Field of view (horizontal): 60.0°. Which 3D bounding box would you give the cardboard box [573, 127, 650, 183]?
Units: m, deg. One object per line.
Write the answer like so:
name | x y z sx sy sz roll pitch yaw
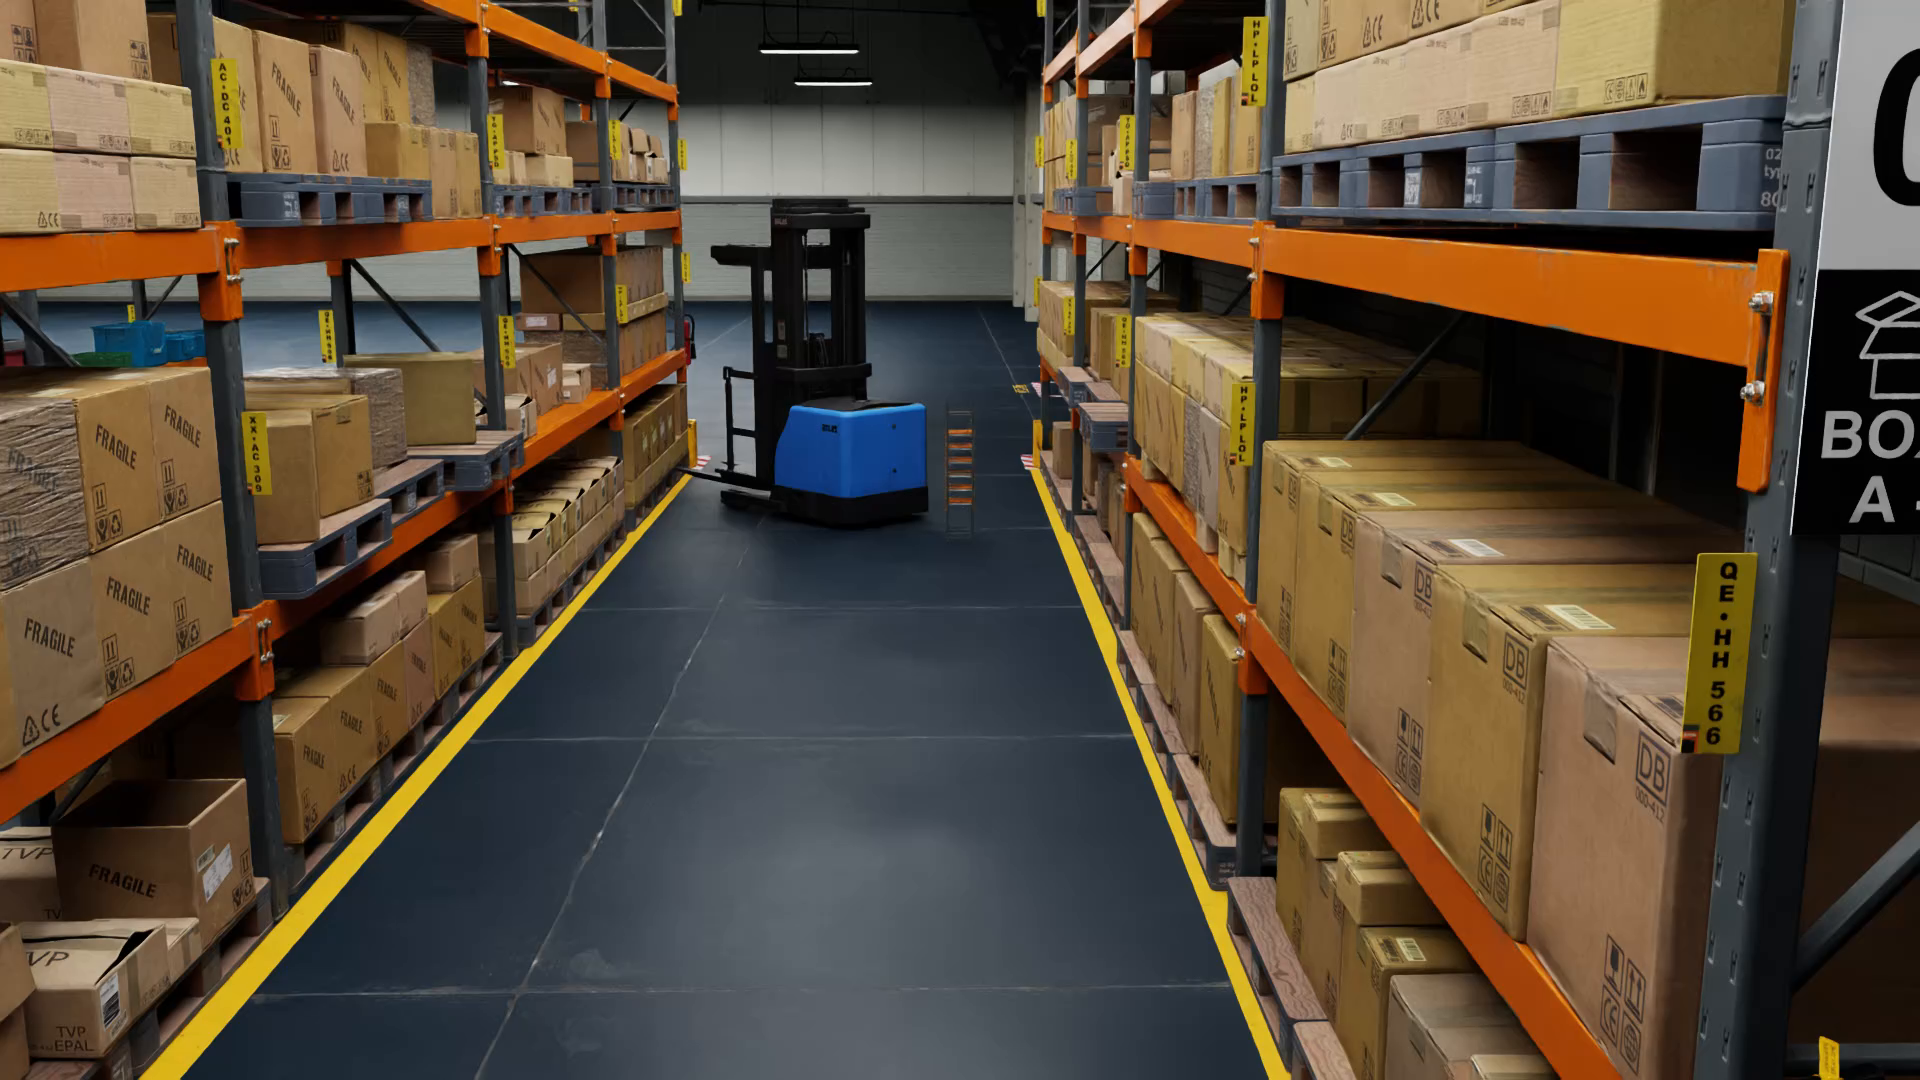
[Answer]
cardboard box | -3.368 -3.623 15.659 0.797 0.503 0.637 1 12 5

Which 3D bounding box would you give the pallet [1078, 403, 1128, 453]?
pallet | 1.454 -0.773 11.307 1.213 0.211 1.003 0 11 -1

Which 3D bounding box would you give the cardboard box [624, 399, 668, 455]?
cardboard box | -3.190 -1.117 16.495 0.500 0.500 0.500 0 11 -1

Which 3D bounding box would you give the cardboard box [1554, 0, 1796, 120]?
cardboard box | 1.460 -0.931 3.130 0.500 0.250 0.500 0 11 1

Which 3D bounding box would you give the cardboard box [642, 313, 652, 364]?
cardboard box | -3.526 -2.048 16.858 0.700 0.500 0.500 0 11 -1

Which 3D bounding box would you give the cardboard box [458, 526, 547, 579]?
cardboard box | -3.095 0.057 11.183 0.500 0.311 0.500 0 11 1

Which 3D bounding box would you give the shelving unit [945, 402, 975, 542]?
shelving unit | 0.000 -0.591 14.454 0.258 1.200 0.189 0 11 -1

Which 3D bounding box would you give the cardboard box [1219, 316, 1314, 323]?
cardboard box | 1.843 -1.209 10.037 0.500 0.250 0.500 0 11 0

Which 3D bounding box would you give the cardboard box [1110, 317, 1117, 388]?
cardboard box | 1.518 -1.442 12.766 0.700 0.500 0.500 1 12 7

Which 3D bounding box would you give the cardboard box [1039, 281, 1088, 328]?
cardboard box | 1.119 -2.524 17.895 0.500 0.500 0.500 0 11 -1

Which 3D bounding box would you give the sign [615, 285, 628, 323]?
sign | -2.918 -2.033 14.320 0.100 0.325 0.005 0 11 -1

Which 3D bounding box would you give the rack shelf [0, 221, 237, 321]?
rack shelf | -3.254 -0.629 4.382 1.077 0.370 4.000 0 11 -1

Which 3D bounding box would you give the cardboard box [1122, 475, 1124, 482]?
cardboard box | 1.551 -0.542 12.979 0.500 0.250 0.500 -1 11 -3

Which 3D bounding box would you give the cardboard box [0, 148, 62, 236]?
cardboard box | -3.000 -1.012 4.834 0.500 0.250 0.500 0 11 -1

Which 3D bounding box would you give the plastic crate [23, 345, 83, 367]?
plastic crate | -8.296 -1.554 14.832 0.767 0.338 0.504 0 11 -1

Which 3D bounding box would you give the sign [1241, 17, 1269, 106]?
sign | 1.115 -1.804 6.271 0.100 0.325 0.005 0 11 -1

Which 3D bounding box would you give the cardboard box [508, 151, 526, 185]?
cardboard box | -3.482 -2.722 12.207 0.500 0.250 0.500 -1 12 -6

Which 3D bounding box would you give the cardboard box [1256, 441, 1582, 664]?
cardboard box | 1.652 0.030 6.111 0.980 0.700 0.700 0 11 0

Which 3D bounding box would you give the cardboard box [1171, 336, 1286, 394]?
cardboard box | 1.369 -0.899 8.509 0.500 0.250 0.500 0 11 -2

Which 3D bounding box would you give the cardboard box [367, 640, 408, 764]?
cardboard box | -3.086 0.797 8.264 0.500 0.500 0.500 0 11 0

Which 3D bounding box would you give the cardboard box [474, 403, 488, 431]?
cardboard box | -3.342 -0.733 10.854 0.500 0.311 0.500 0 11 2

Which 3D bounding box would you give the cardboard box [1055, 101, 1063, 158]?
cardboard box | 1.168 -3.851 15.635 0.500 0.500 0.500 -1 11 -3

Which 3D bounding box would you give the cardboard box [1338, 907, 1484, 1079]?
cardboard box | 1.586 1.440 5.149 0.700 0.500 0.500 0 11 0

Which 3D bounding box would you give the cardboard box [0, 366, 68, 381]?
cardboard box | -3.567 -0.354 5.992 0.500 0.500 0.500 0 11 0

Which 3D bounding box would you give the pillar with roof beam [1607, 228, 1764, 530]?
pillar with roof beam | -1.767 -2.717 5.321 9.100 9.000 0.400 0 11 -1

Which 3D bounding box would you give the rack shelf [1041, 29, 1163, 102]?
rack shelf | 1.451 -4.504 15.946 1.077 0.370 4.000 0 11 -1

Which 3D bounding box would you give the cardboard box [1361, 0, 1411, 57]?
cardboard box | 1.424 -1.606 4.571 0.500 0.500 0.500 0 11 -1

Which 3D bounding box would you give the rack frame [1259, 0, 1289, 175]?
rack frame | 1.657 -2.871 6.076 1.000 3.000 0.127 0 11 -1

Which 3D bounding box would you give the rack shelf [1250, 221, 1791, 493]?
rack shelf | 1.699 -0.650 4.486 1.077 0.370 4.000 0 11 -1

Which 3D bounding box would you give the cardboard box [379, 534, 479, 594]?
cardboard box | -3.118 0.133 9.651 0.500 0.250 0.500 0 11 1

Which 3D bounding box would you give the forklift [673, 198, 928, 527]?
forklift | -1.674 -1.788 16.002 1.130 2.935 3.031 -11 16 -42

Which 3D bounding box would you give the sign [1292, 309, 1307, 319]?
sign | 2.130 -1.296 10.491 0.100 0.325 0.005 0 11 -1

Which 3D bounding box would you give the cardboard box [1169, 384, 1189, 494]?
cardboard box | 1.358 -0.526 8.560 0.500 0.500 0.500 0 11 0

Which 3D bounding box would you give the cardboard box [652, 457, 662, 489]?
cardboard box | -3.177 -0.650 16.079 0.500 0.250 0.500 0 11 -1

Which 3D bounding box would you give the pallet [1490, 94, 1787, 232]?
pallet | 1.714 -0.709 3.190 1.003 0.211 1.213 0 11 -1

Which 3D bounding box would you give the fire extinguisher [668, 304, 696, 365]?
fire extinguisher | -3.081 -2.282 18.459 0.296 0.674 0.183 0 11 -1

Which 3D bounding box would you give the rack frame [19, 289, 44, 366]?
rack frame | -8.413 -1.480 14.311 1.000 3.000 0.127 0 11 -1

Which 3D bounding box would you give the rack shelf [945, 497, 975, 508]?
rack shelf | 0.000 -0.312 14.511 0.258 0.103 0.180 0 11 -1

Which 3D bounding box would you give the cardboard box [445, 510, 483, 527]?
cardboard box | -3.652 -0.044 11.681 0.500 0.311 0.500 0 11 -2

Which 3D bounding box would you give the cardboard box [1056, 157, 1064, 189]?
cardboard box | 1.187 -3.360 15.729 0.500 0.500 0.500 -1 11 -3

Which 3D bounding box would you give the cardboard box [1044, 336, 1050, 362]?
cardboard box | 1.132 -1.950 16.951 0.500 0.250 0.500 0 11 -2

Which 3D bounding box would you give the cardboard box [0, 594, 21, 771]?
cardboard box | -2.990 0.446 4.567 0.500 0.500 0.500 0 11 0

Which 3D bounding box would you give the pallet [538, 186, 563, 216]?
pallet | -3.507 -2.439 11.967 1.003 0.211 1.213 0 11 1

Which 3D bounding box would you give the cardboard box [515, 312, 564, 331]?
cardboard box | -3.680 -1.920 14.595 0.380 0.149 0.250 0 11 -1

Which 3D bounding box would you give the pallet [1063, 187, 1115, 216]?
pallet | 1.423 -2.570 12.608 1.213 0.211 1.003 0 11 -1

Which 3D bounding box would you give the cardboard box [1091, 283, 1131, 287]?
cardboard box | 1.632 -2.427 17.418 0.500 0.500 0.500 0 11 0

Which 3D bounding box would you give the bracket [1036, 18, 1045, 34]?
bracket | 1.624 -9.867 31.506 0.076 0.066 4.783 0 11 -1

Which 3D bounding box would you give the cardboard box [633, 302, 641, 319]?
cardboard box | -3.308 -2.229 16.118 0.380 0.149 0.250 0 11 -2

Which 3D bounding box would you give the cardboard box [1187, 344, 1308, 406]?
cardboard box | 1.381 -0.798 8.010 0.500 0.250 0.500 0 11 0

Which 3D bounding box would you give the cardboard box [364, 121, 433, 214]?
cardboard box | -3.314 -1.932 8.744 0.910 0.500 0.500 0 11 -1

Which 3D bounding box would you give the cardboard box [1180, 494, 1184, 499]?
cardboard box | 1.404 -0.290 9.027 0.380 0.149 0.250 0 11 0

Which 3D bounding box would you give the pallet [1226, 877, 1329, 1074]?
pallet | 1.595 1.588 6.203 1.003 0.211 1.213 0 11 -1

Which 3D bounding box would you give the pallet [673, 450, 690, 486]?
pallet | -3.485 -0.776 17.855 1.003 0.211 1.213 0 11 -1
